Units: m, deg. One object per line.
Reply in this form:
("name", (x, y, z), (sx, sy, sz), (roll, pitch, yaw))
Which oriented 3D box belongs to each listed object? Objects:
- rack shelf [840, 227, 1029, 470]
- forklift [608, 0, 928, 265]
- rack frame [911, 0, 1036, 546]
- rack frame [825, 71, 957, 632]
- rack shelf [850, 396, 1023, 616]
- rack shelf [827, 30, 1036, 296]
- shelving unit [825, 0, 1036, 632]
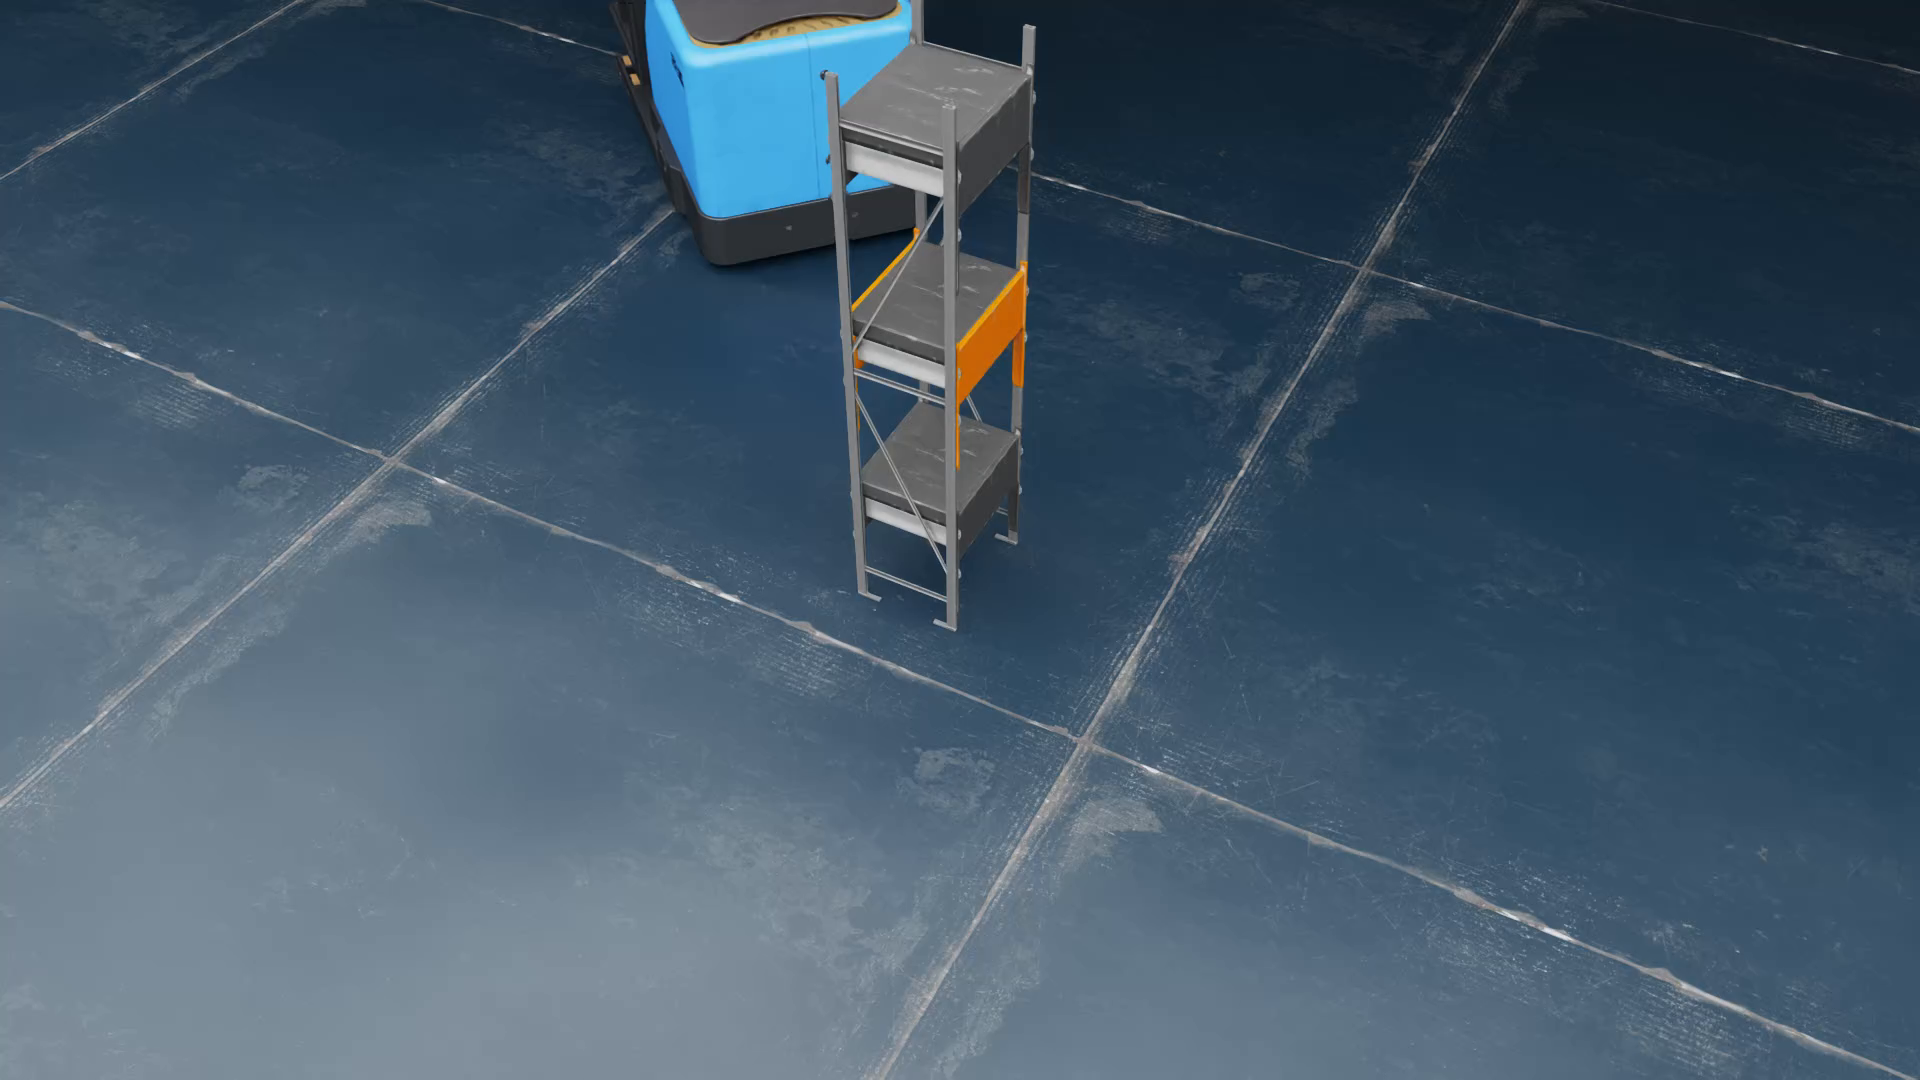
("rack shelf", (-0.077, -0.624, 5.410), (0.431, 0.518, 0.480), (20, 49, 19))
("forklift", (-1.118, -3.312, 7.463), (1.130, 2.935, 3.031), (-14, 47, -14))
("rack frame", (0.036, -0.788, 5.552), (0.400, 2.100, 0.015), (20, 49, 19))
("rack frame", (-0.190, -0.480, 5.248), (0.400, 2.100, 0.015), (20, 49, 19))
("rack shelf", (-0.077, -0.132, 5.908), (0.431, 0.518, 0.480), (20, 49, 19))
("rack shelf", (-0.077, -1.116, 4.912), (0.431, 0.518, 0.480), (20, 49, 19))
("shelving unit", (-0.077, -0.634, 5.400), (0.431, 2.100, 0.503), (20, 49, 19))
